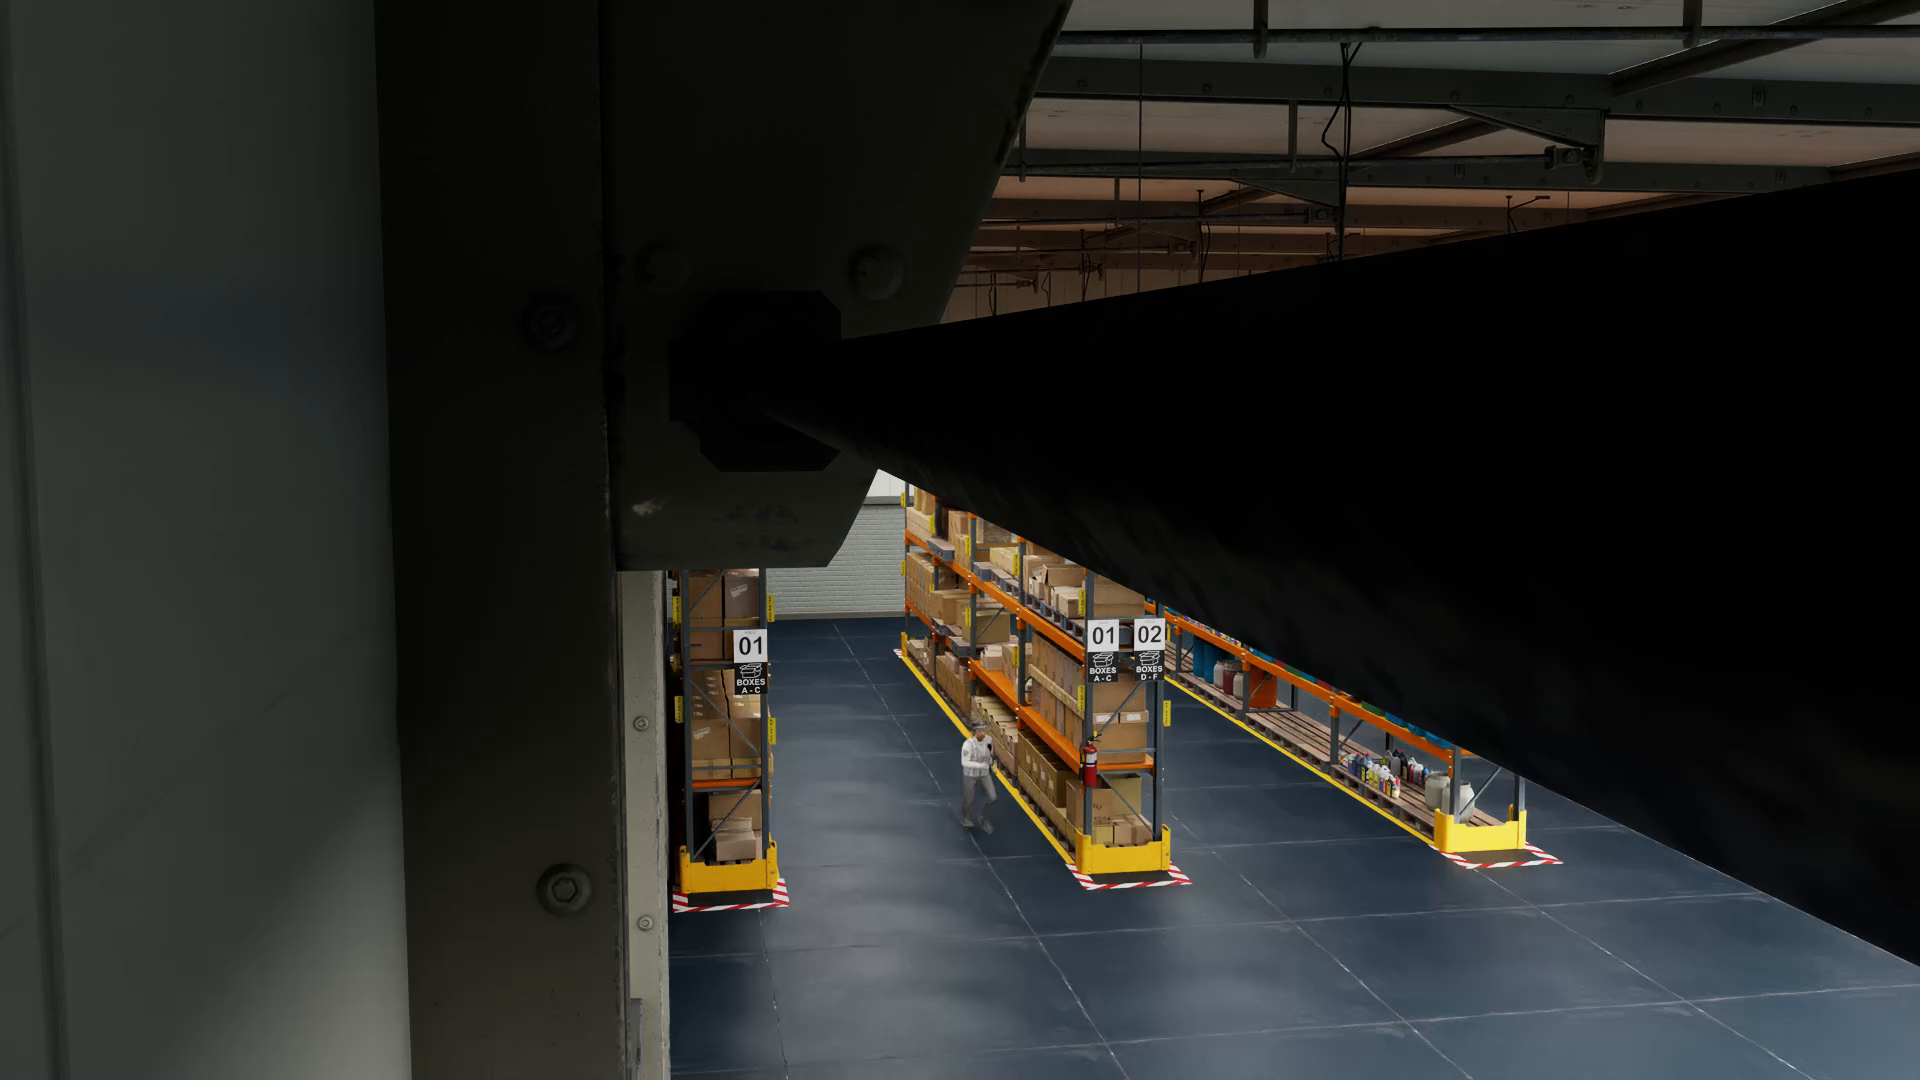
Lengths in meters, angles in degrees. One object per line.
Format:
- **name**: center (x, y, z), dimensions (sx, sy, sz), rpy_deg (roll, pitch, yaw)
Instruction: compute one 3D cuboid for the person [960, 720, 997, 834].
- **person**: center (0.246, 3.194, 22.549), dimensions (0.600, 1.614, 0.918), rpy_deg (-2, 6, -22)
